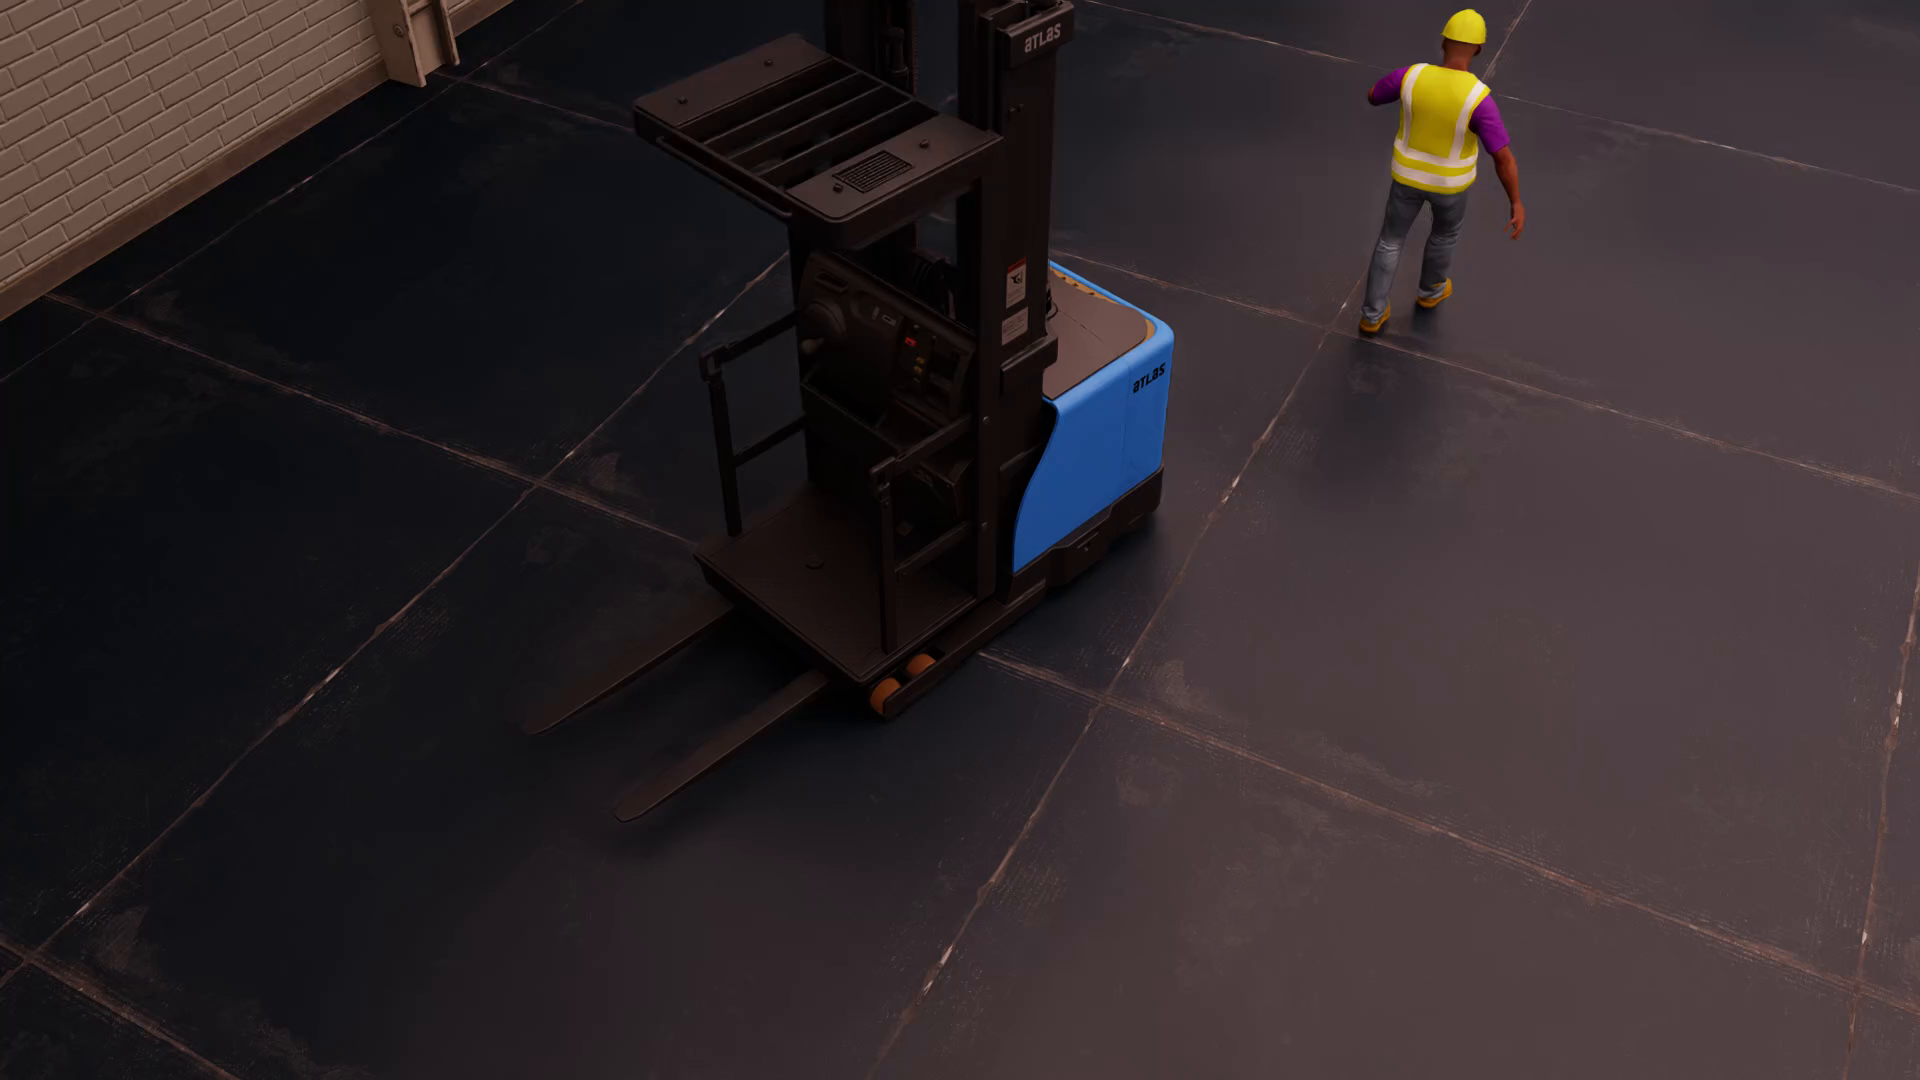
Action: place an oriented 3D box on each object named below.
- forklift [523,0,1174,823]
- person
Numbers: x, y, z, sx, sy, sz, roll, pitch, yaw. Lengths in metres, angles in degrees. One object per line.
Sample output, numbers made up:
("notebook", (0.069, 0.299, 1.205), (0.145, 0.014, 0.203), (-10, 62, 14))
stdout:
("forklift", (-0.451, -0.725, 6.423), (1.130, 2.935, 3.031), (34, 53, 31))
("person", (2.470, -1.892, 8.539), (1.020, 1.745, 0.765), (23, 48, 22))
